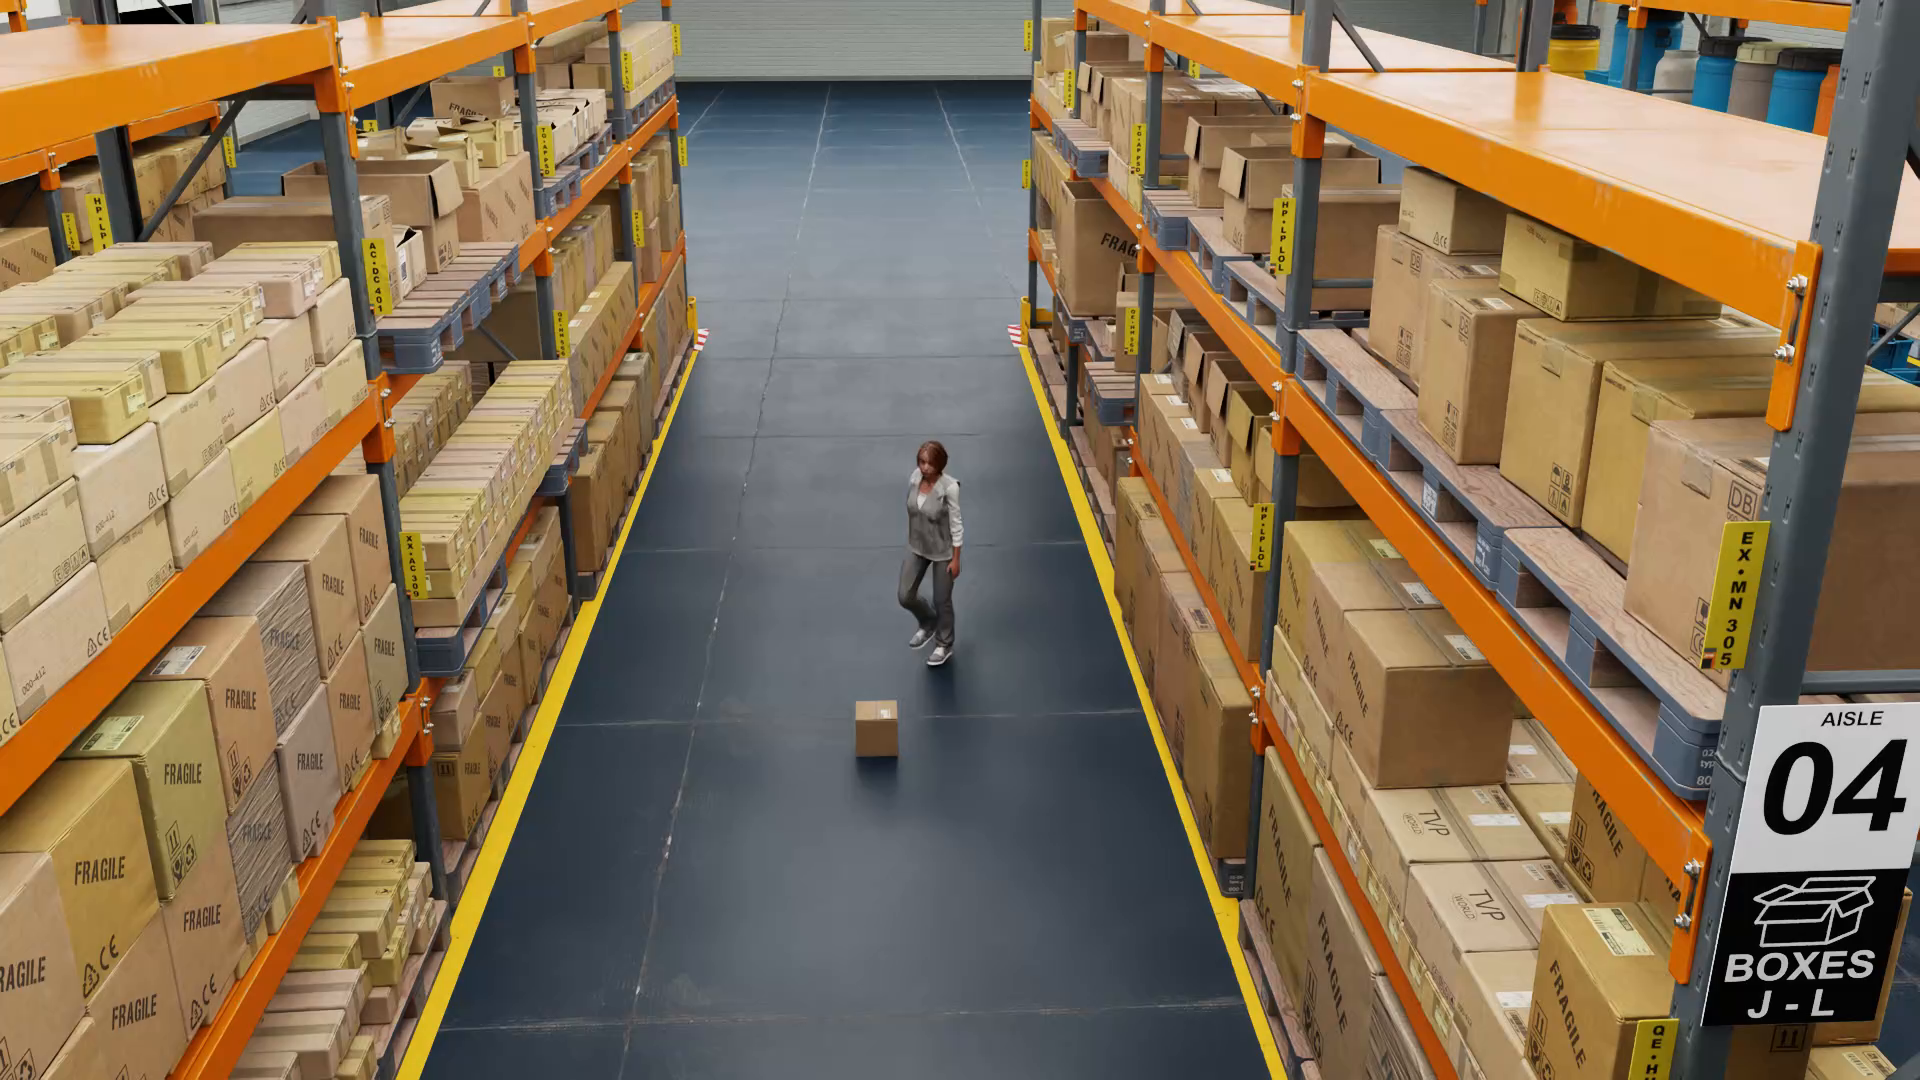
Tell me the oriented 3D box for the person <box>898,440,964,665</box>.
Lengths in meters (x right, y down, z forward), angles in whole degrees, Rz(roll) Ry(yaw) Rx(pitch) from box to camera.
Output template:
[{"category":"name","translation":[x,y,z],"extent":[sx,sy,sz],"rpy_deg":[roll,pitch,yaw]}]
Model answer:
[{"category":"person","translation":[-0.164,0.084,10.835],"extent":[0.451,1.587,0.428],"rpy_deg":[12,24,28]}]
